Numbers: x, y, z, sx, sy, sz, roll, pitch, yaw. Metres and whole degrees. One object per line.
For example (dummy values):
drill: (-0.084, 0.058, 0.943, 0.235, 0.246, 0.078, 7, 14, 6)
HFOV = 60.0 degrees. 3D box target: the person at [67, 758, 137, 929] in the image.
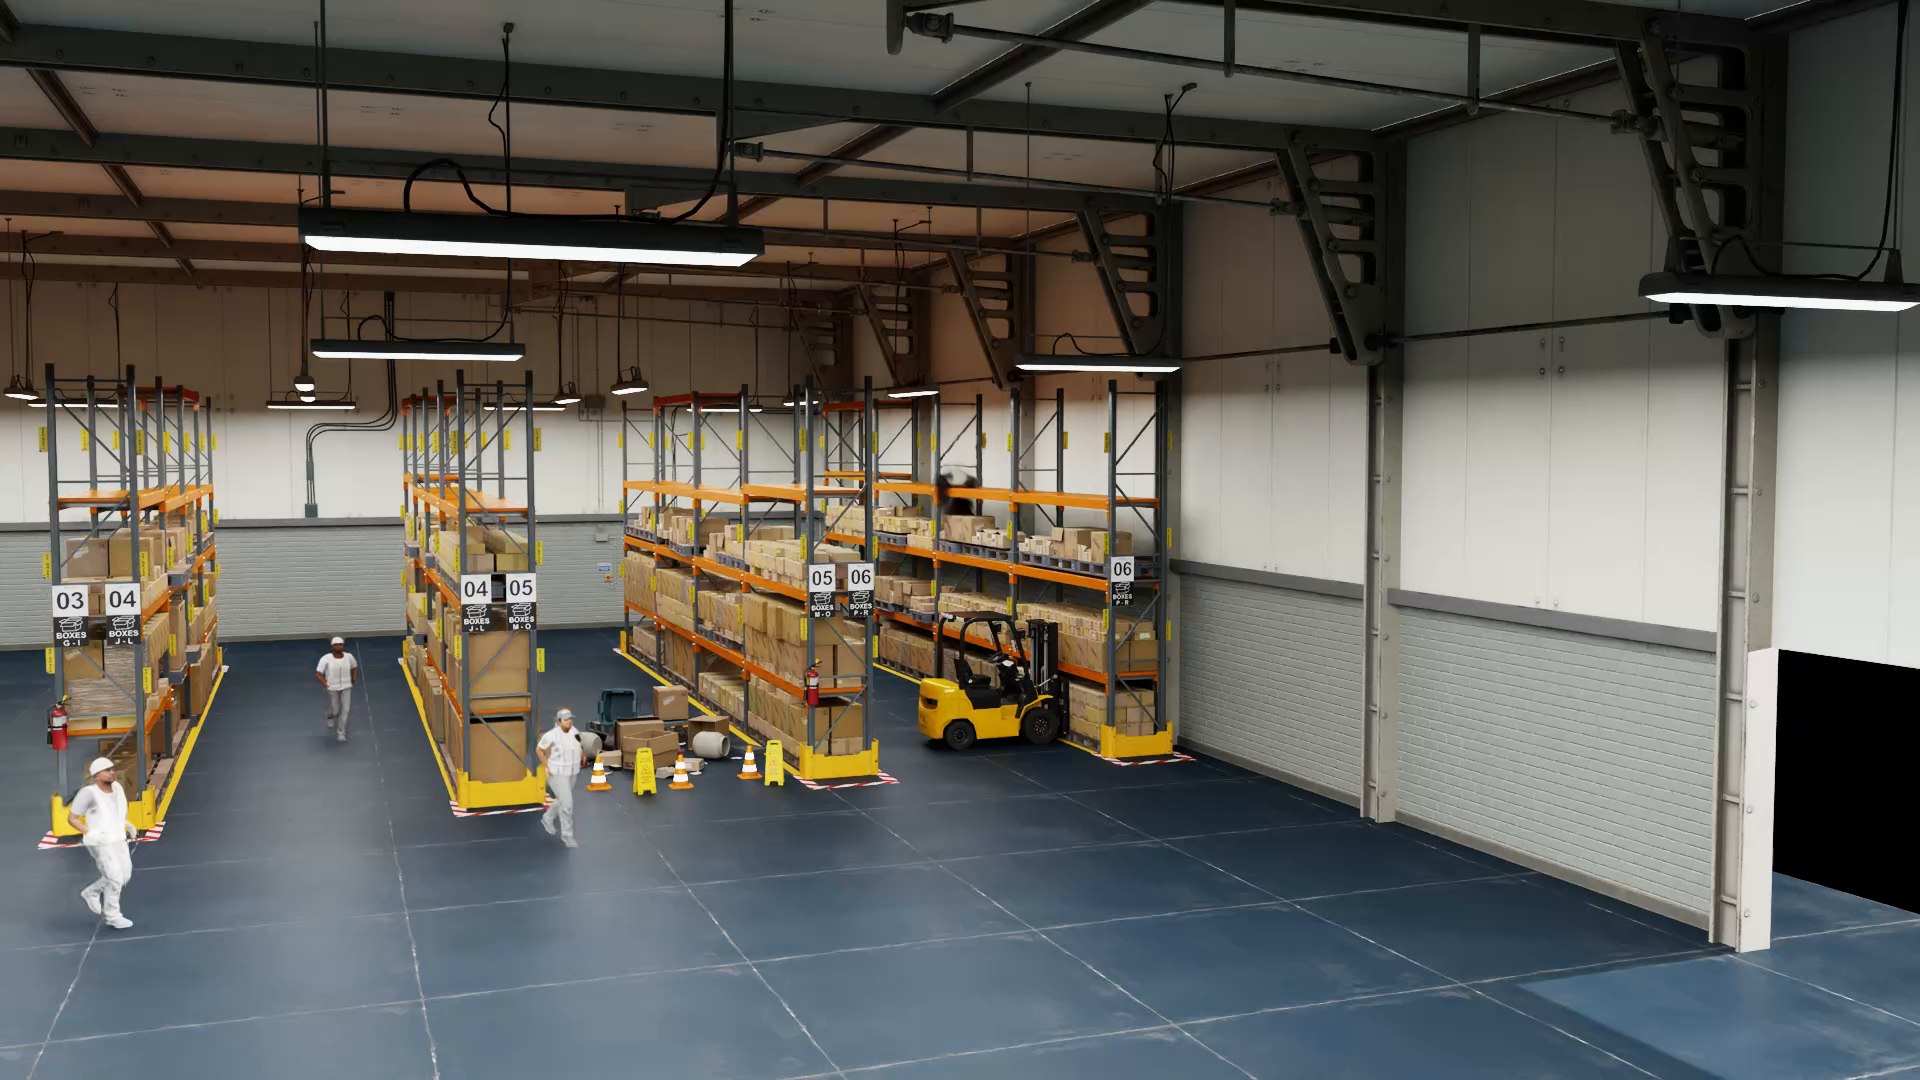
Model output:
person: (-8.877, 3.120, 17.174, 0.673, 1.752, 0.684, 1, 3, 13)

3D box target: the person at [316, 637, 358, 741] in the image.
person: (-10.472, 2.501, 28.041, 0.700, 1.739, 0.801, -2, 4, -33)

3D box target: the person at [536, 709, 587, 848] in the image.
person: (-4.985, 2.953, 20.838, 0.786, 1.705, 0.602, 2, 4, 34)
